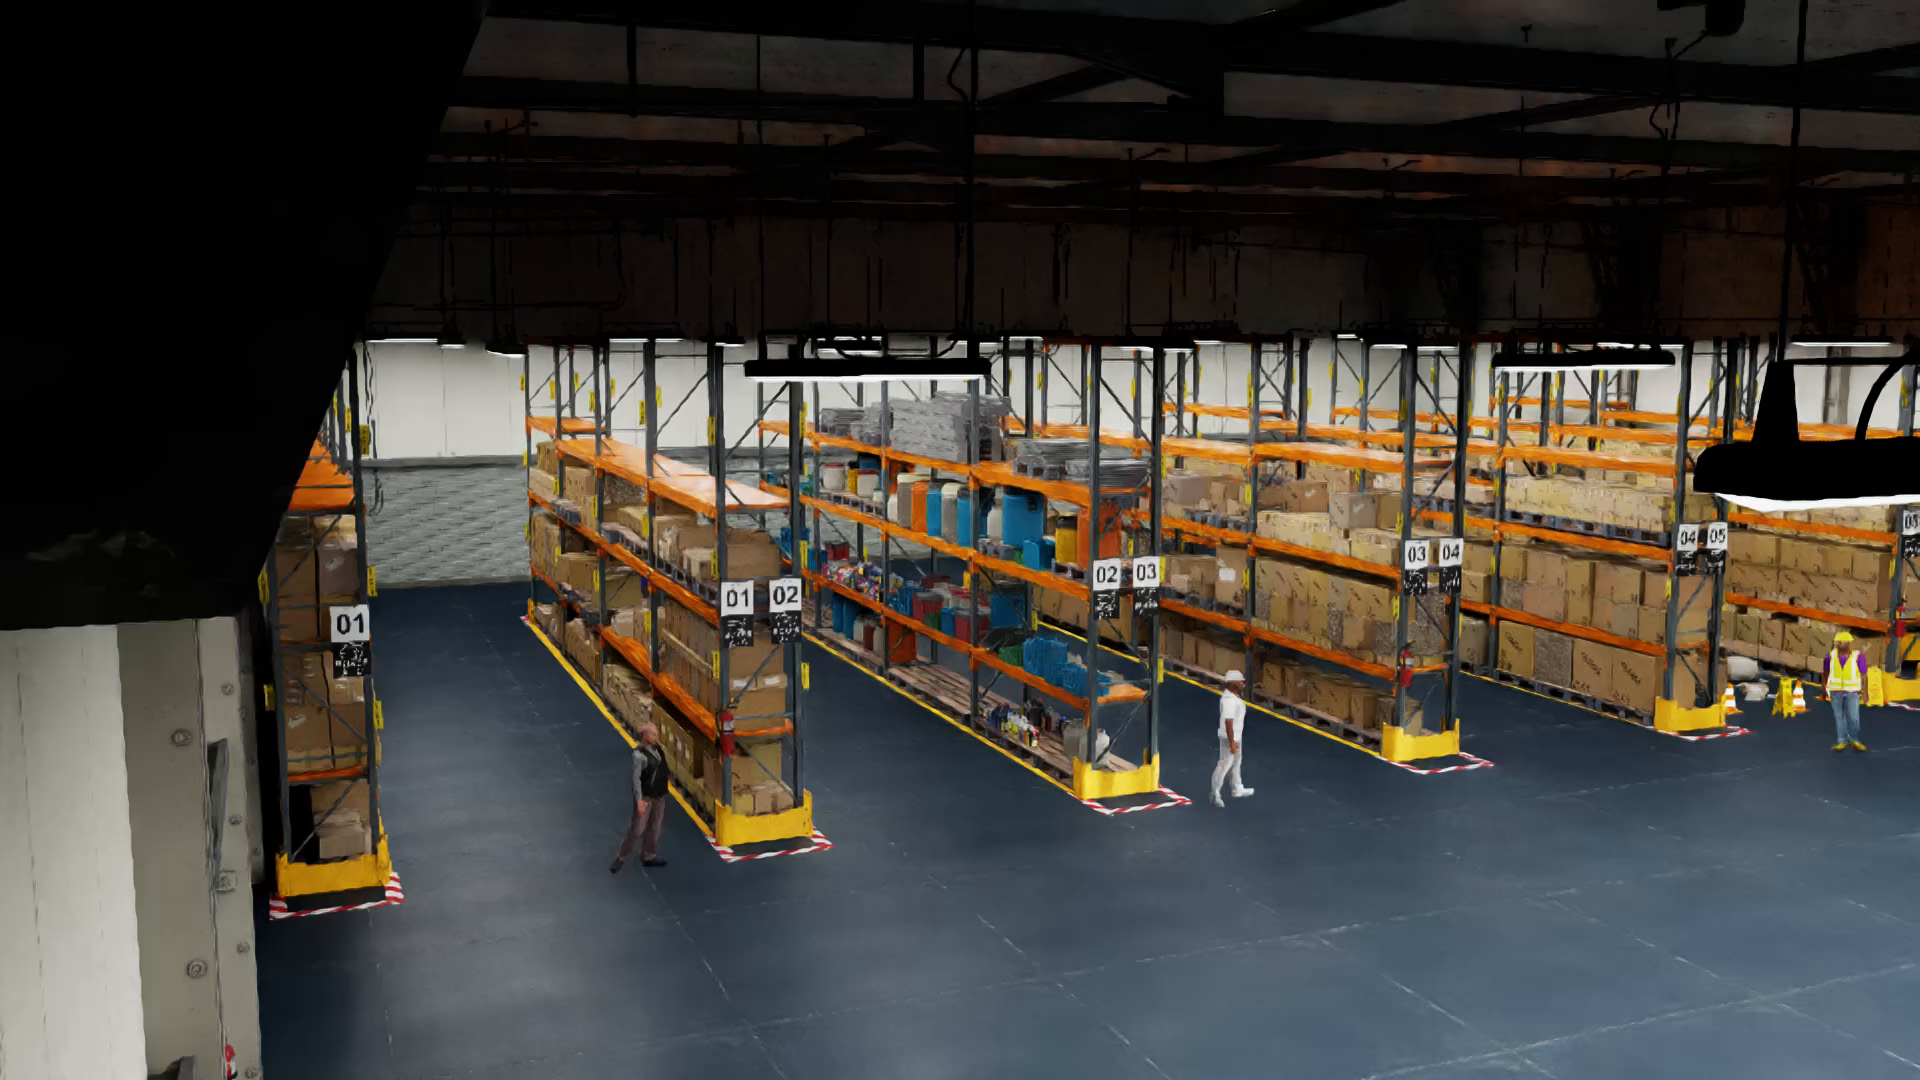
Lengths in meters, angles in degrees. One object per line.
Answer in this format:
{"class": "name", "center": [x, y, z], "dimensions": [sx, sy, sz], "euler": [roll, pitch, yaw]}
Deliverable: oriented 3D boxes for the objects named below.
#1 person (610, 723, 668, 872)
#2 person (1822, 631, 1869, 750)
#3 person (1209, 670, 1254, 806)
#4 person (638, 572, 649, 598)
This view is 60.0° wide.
{"class": "person", "center": [-3.687, 2.957, 19.097], "dimensions": [0.517, 1.713, 0.728], "euler": [4, 8, 25]}
{"class": "person", "center": [13.003, 2.211, 24.411], "dimensions": [0.652, 1.760, 0.398], "euler": [6, 10, 38]}
{"class": "person", "center": [3.570, 2.559, 21.785], "dimensions": [0.535, 1.758, 0.732], "euler": [2, 8, 15]}
{"class": "person", "center": [-6.496, 1.028, 33.929], "dimensions": [0.447, 1.574, 1.088], "euler": [-3, 8, -20]}
